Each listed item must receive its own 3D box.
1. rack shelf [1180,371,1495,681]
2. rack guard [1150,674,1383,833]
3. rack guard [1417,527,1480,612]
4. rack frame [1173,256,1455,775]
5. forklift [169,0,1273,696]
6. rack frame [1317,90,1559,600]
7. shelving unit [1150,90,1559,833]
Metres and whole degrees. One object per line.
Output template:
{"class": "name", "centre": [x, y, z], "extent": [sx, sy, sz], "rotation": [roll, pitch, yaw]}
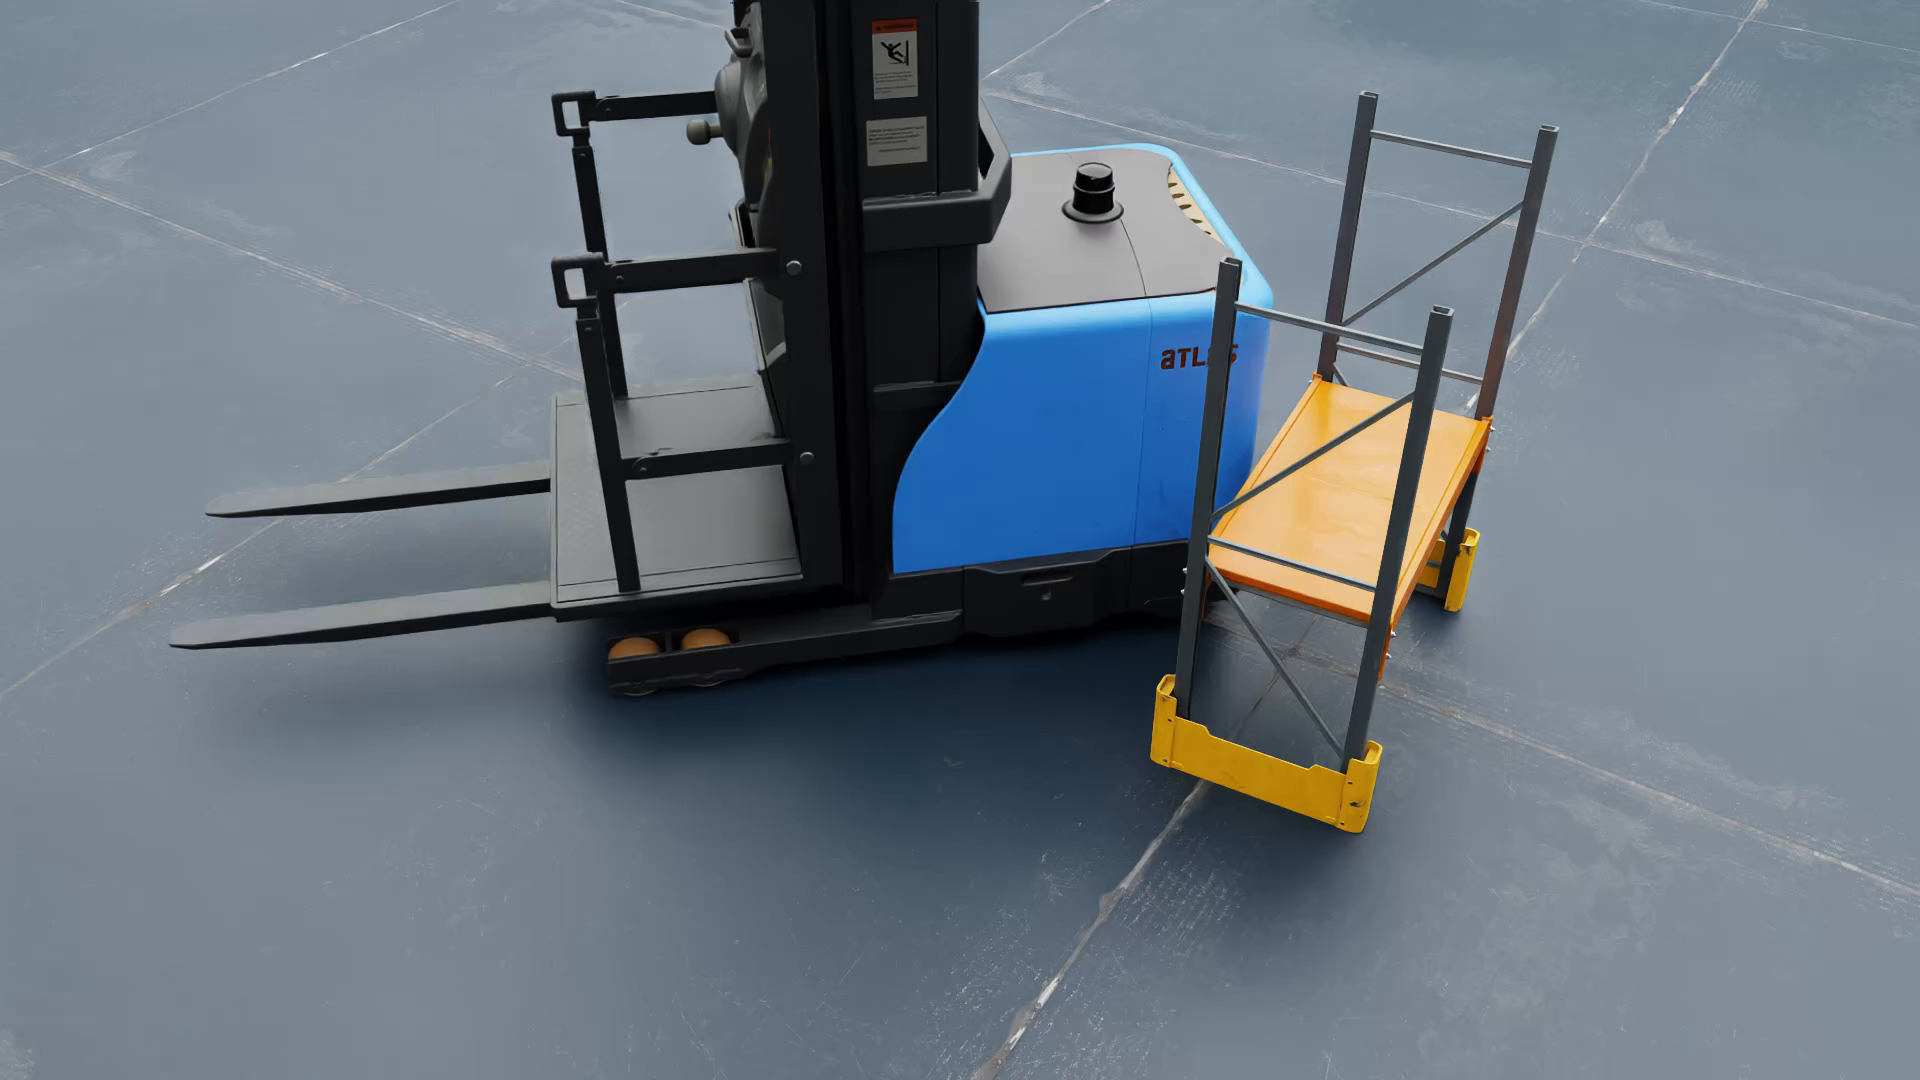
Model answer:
{"class": "rack shelf", "centre": [1.021, -0.073, 4.411], "extent": [0.538, 0.185, 1.000], "rotation": [18, 41, 22]}
{"class": "rack guard", "centre": [0.786, 0.553, 4.327], "extent": [0.587, 0.250, 0.087], "rotation": [18, 41, 22]}
{"class": "rack guard", "centre": [1.248, 0.015, 5.026], "extent": [0.587, 0.250, 0.087], "rotation": [18, 41, 22]}
{"class": "rack frame", "centre": [0.785, 0.059, 3.945], "extent": [0.500, 1.500, 0.032], "rotation": [18, 41, 22]}
{"class": "forklift", "centre": [-0.727, -1.074, 4.242], "extent": [3.031, 2.935, 1.130], "rotation": [-7, 38, -9]}
{"class": "rack frame", "centre": [1.257, -0.491, 4.658], "extent": [0.500, 1.500, 0.032], "rotation": [18, 41, 22]}
{"class": "shelving unit", "centre": [1.017, -0.211, 4.295], "extent": [0.587, 1.500, 1.083], "rotation": [18, 41, 22]}
